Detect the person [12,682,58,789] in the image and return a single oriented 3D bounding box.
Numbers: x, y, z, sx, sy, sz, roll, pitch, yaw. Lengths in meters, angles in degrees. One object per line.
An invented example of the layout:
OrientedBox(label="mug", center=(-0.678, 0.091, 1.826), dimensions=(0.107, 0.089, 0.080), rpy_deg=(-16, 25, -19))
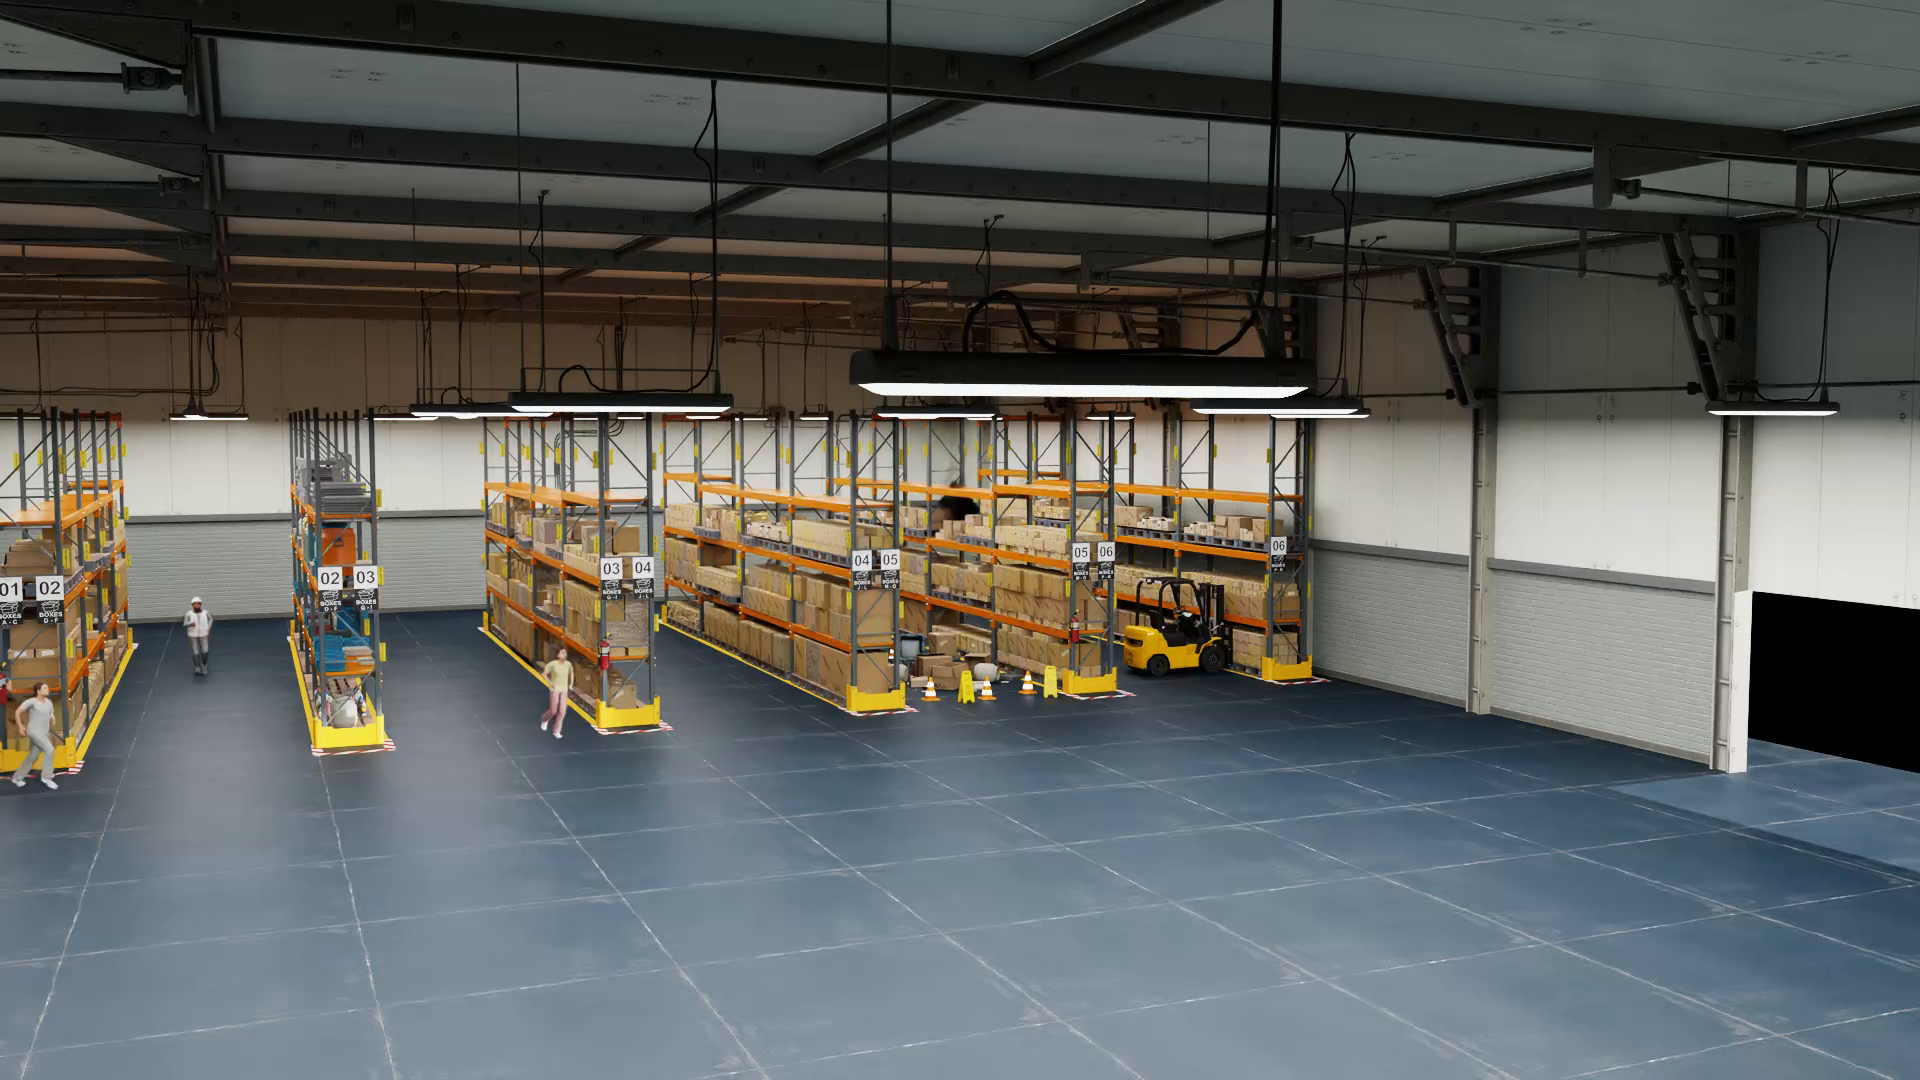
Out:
OrientedBox(label="person", center=(-14.493, 3.054, 26.174), dimensions=(0.809, 1.651, 0.564), rpy_deg=(1, 4, 8))

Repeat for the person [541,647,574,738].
OrientedBox(label="person", center=(-7.381, 2.778, 30.616), dimensions=(0.622, 1.646, 0.724), rpy_deg=(-3, 5, -37))

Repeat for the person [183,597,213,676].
OrientedBox(label="person", center=(-17.299, 2.201, 37.794), dimensions=(0.641, 1.800, 0.689), rpy_deg=(-2, 5, -29))

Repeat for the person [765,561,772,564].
OrientedBox(label="person", center=(-5.798, 1.418, 50.431), dimensions=(0.553, 1.568, 0.523), rpy_deg=(-2, 4, -21))
